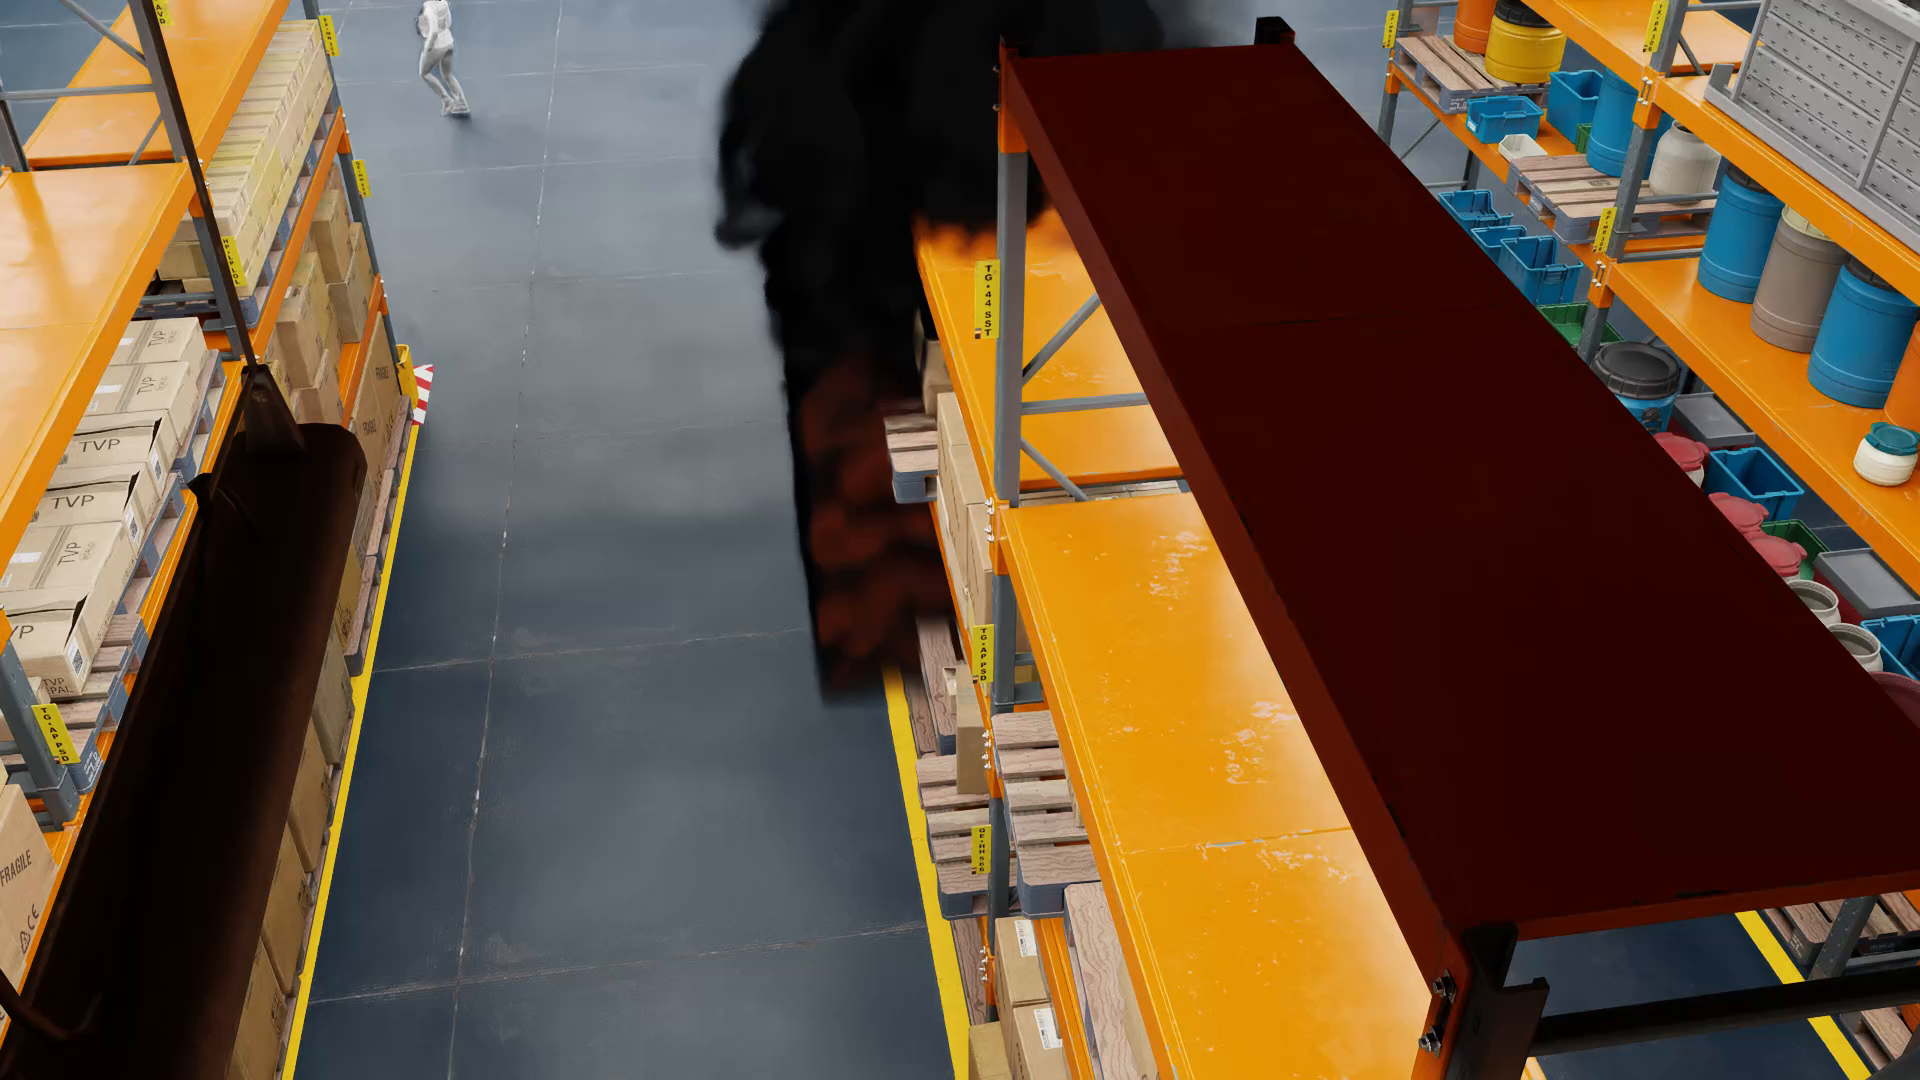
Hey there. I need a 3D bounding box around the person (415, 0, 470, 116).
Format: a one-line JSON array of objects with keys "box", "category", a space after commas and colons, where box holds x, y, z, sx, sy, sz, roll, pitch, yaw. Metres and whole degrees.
[{"box": [-6.370, -5.973, 20.169, 0.614, 1.690, 0.596, 13, 38, 17], "category": "person"}]
